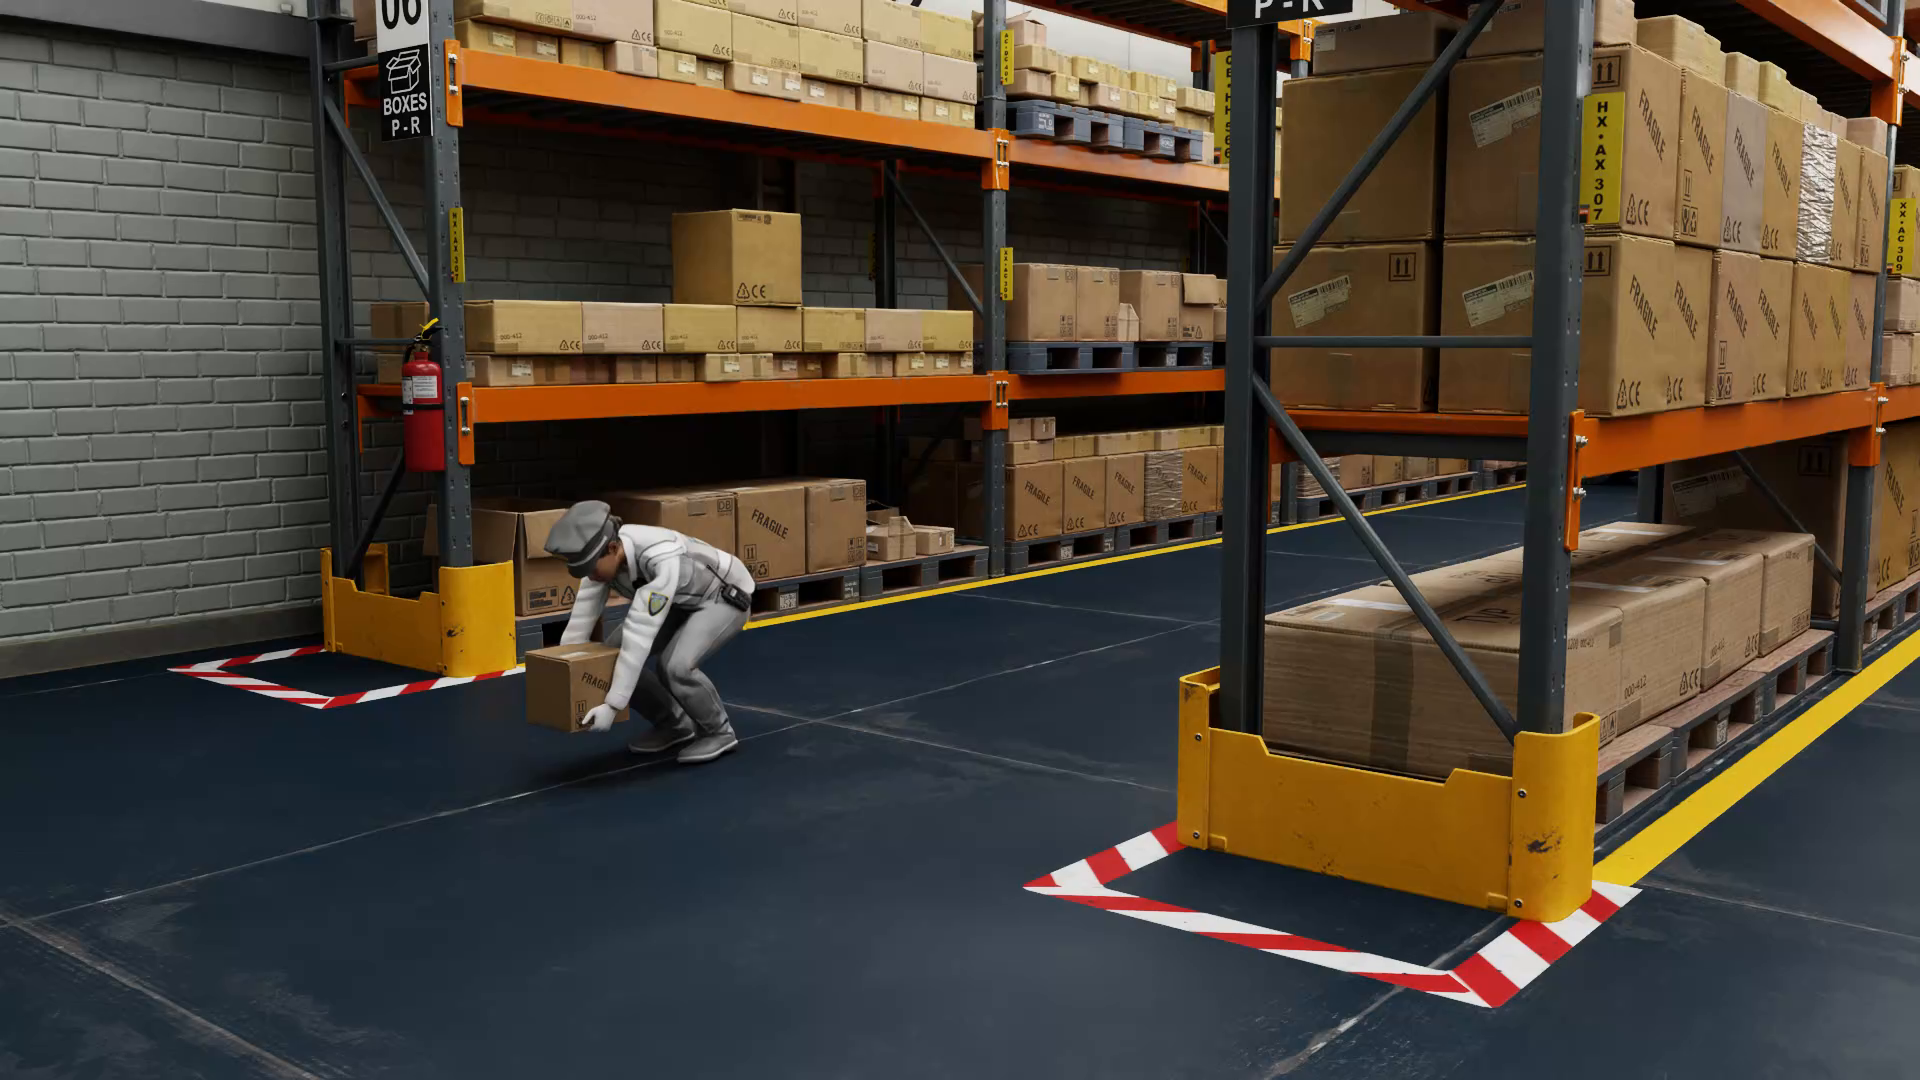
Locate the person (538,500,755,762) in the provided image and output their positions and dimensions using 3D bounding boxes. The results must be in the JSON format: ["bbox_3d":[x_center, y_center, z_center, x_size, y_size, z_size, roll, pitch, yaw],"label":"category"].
[{"bbox_3d":[-1.120,0.321,5.976,0.471,0.976,0.904,5,8,36],"label":"person"}]
